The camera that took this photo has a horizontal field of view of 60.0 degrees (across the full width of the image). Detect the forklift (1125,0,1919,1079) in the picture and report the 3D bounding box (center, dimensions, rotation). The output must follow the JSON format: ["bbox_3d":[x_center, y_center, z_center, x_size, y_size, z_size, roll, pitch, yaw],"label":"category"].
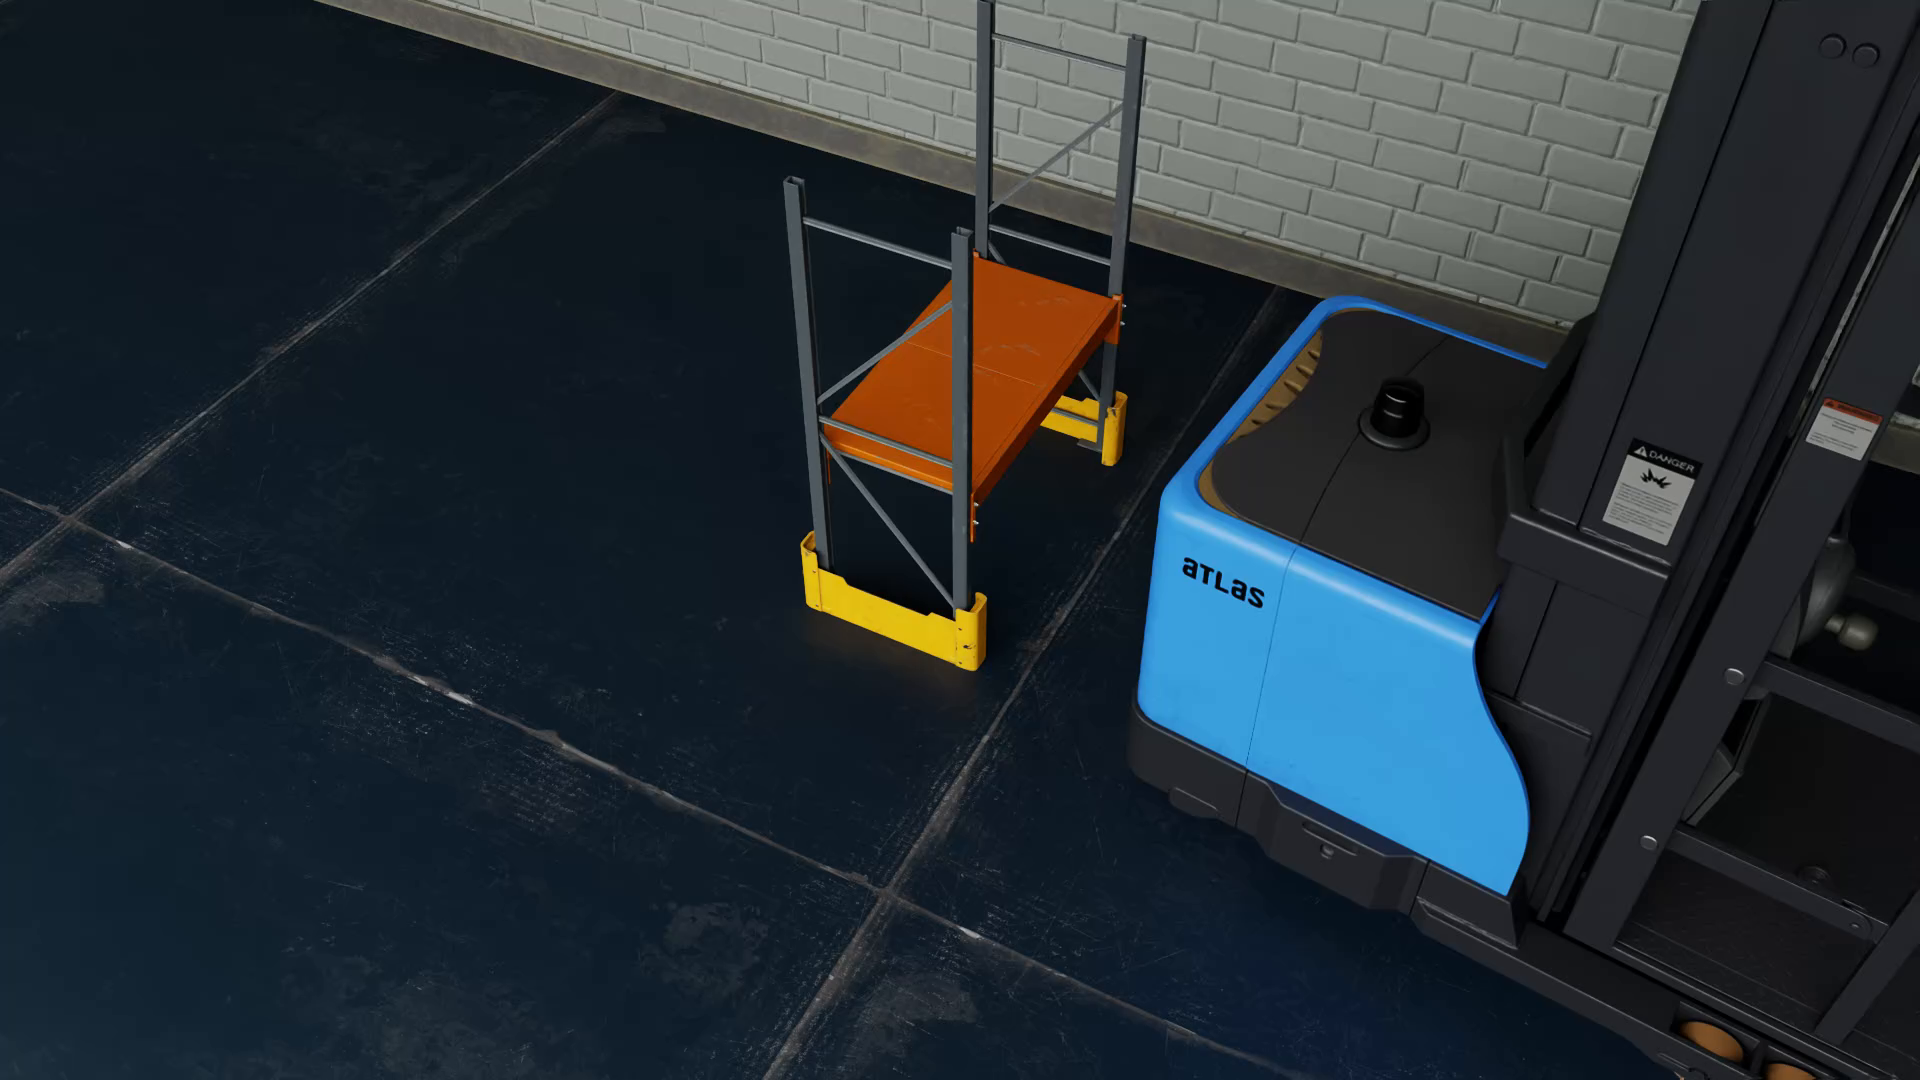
[{"bbox_3d":[1.964,-0.085,3.273,3.031,2.935,1.130,25,50,23],"label":"forklift"}]

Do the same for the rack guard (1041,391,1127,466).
[{"bbox_3d":[0.267,-0.450,5.519,0.587,0.250,0.087,20,49,19],"label":"rack guard"}]

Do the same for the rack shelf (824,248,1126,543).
[{"bbox_3d":[0.040,-0.455,4.898,0.538,0.185,1.000,20,49,19],"label":"rack shelf"}]

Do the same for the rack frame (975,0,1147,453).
[{"bbox_3d":[0.276,-0.901,5.086,0.500,1.500,0.032,20,49,19],"label":"rack frame"}]

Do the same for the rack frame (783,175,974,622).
[{"bbox_3d":[-0.196,-0.261,4.453,0.500,1.500,0.032,20,49,19],"label":"rack frame"}]

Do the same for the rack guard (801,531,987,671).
[{"bbox_3d":[-0.196,0.178,4.898,0.587,0.250,0.087,20,49,19],"label":"rack guard"}]

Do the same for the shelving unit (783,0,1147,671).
[{"bbox_3d":[0.035,-0.575,4.764,0.587,1.500,1.083,20,49,19],"label":"shelving unit"}]
